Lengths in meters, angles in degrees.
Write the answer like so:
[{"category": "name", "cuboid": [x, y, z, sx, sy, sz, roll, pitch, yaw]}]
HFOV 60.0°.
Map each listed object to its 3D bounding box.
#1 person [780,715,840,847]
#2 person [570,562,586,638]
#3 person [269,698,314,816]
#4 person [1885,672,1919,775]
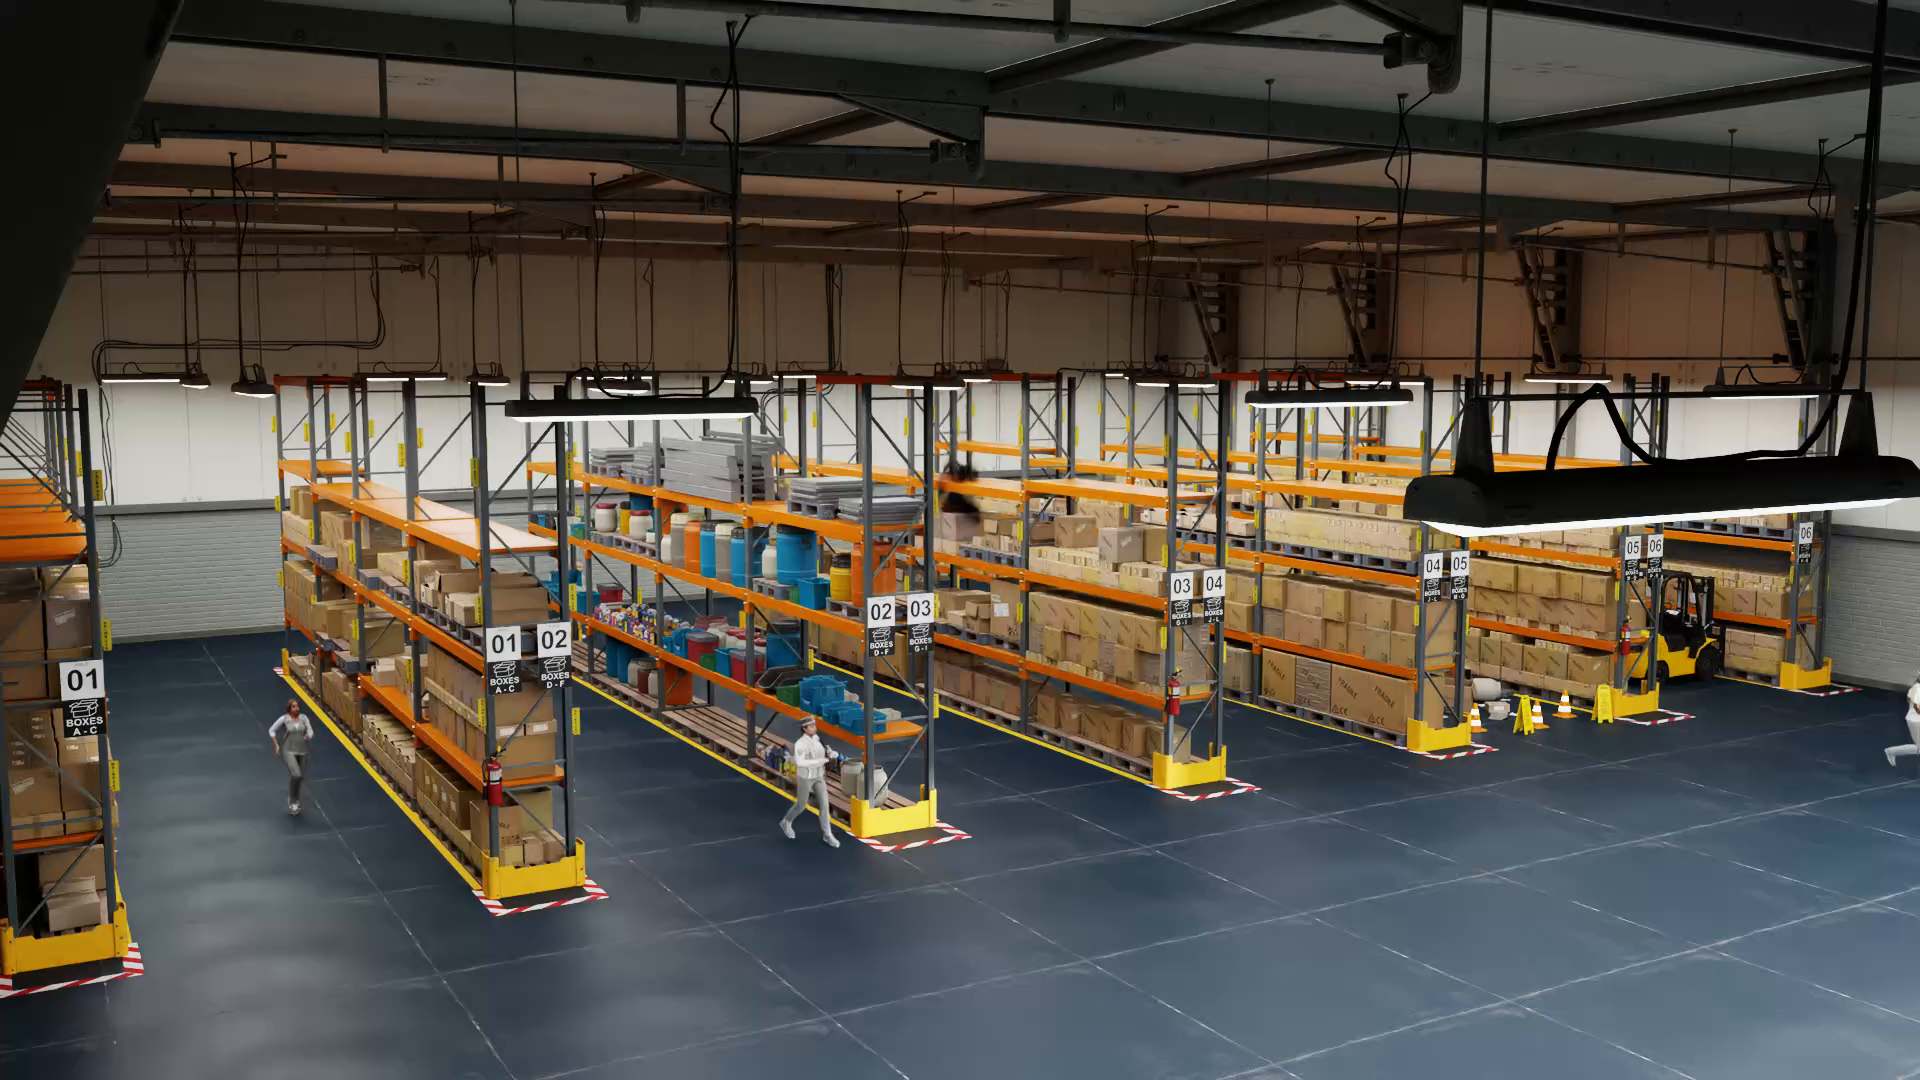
[{"category": "person", "cuboid": [-1.950, 3.101, 21.636, 0.913, 1.693, 0.608, 5, 8, 37]}, {"category": "person", "cuboid": [-8.648, 1.351, 37.711, 0.706, 1.740, 0.728, -2, 7, -19]}, {"category": "person", "cuboid": [-9.261, 3.008, 23.146, 0.694, 1.630, 0.503, 6, 9, 44]}, {"category": "person", "cuboid": [14.481, 2.765, 25.222, 0.763, 1.676, 0.600, 3, 7, 25]}]
